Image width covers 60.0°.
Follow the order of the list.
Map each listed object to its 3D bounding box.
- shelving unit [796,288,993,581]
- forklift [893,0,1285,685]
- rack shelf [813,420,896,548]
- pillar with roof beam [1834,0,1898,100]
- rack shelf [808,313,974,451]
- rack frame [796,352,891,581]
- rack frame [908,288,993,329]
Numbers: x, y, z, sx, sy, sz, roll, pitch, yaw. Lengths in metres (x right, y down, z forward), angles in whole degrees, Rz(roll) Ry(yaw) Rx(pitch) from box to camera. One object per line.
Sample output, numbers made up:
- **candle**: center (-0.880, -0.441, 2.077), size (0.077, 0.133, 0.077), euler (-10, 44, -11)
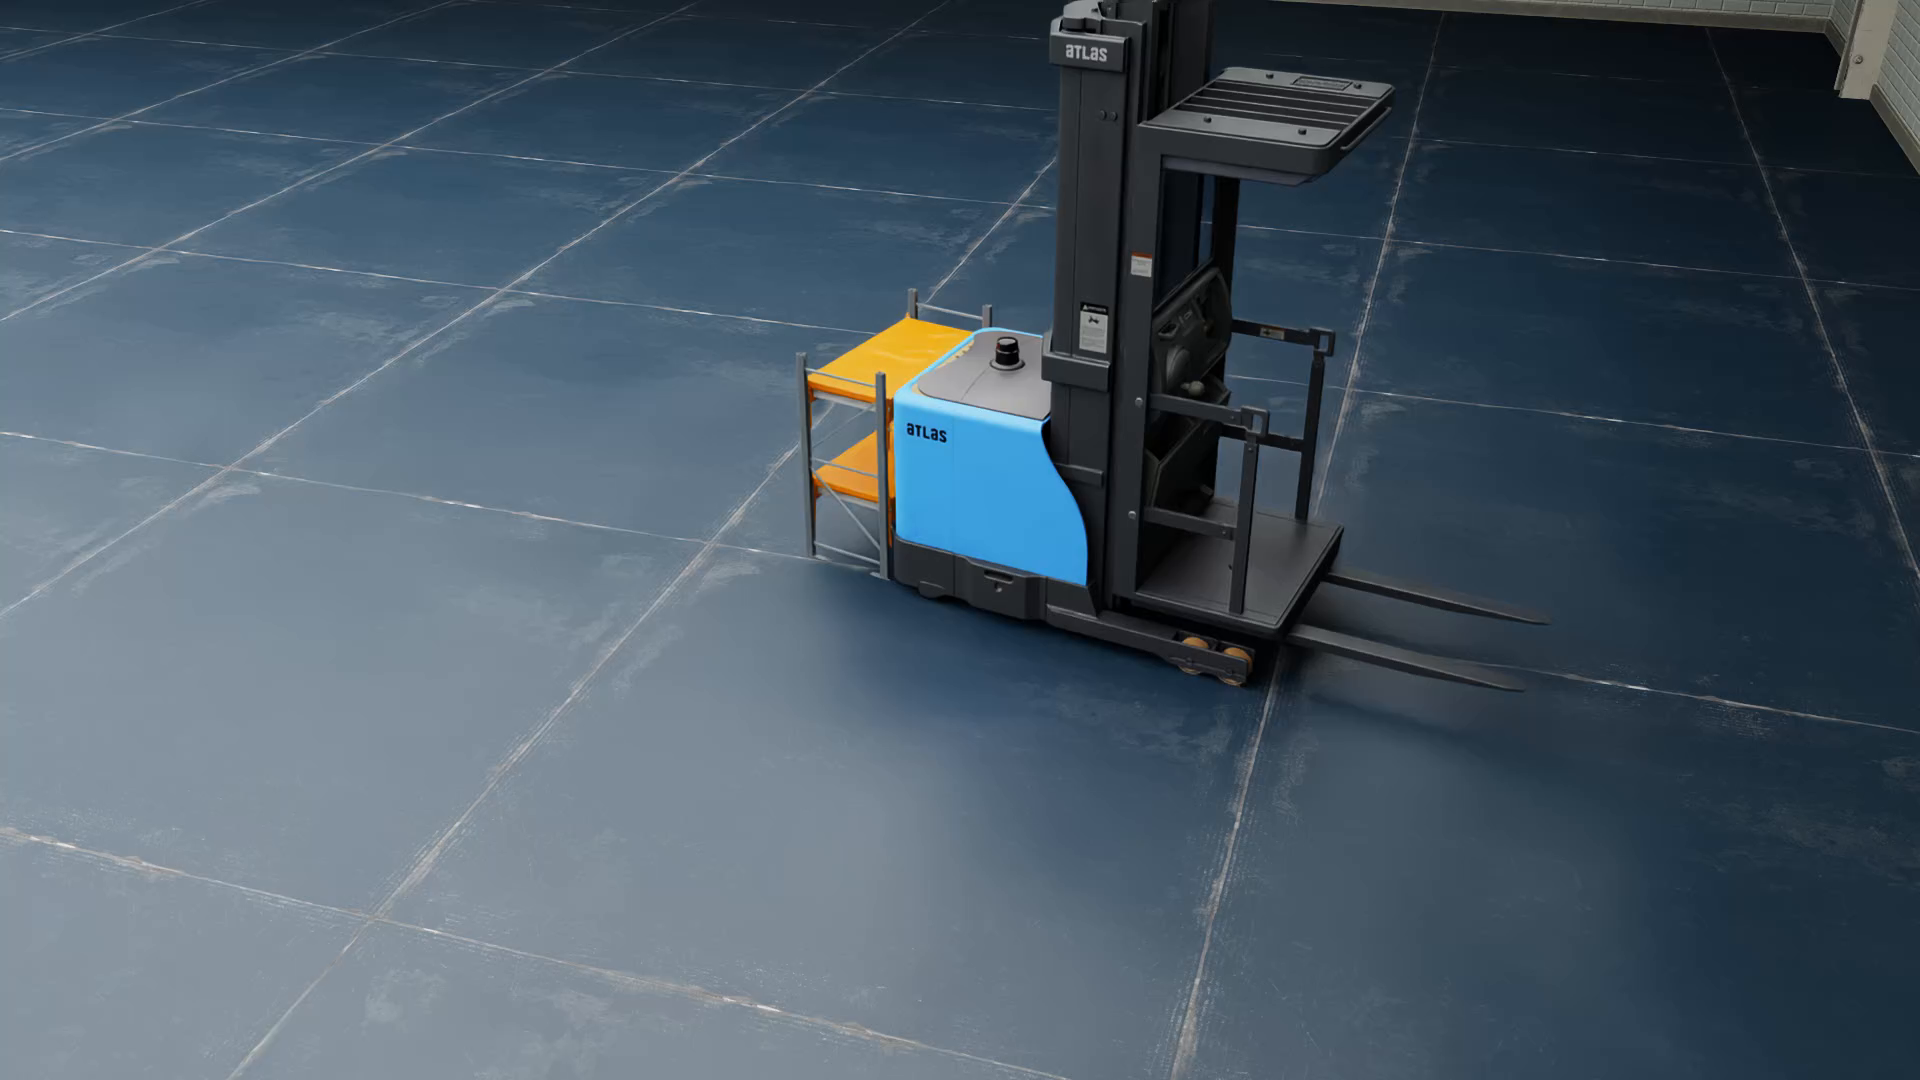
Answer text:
- **shelving unit**: center (-0.313, -0.568, 8.613), size (0.538, 1.125, 1.048), euler (16, 33, 26)
- **forklift**: center (1.222, -0.917, 7.383), size (3.031, 2.935, 1.130), euler (14, 32, 23)
- **rack shelf**: center (-0.313, -0.354, 8.732), size (0.538, 0.278, 1.000), euler (16, 33, 26)
- **pillar with roof beam**: center (4.963, -9.081, 15.818), size (9.100, 9.000, 0.400), euler (8, 30, 15)
- **rack shelf**: center (-0.313, -0.824, 8.471), size (0.538, 0.278, 1.000), euler (16, 33, 26)
- **rack frame**: center (-0.572, -0.355, 8.231), size (0.500, 1.125, 0.032), euler (16, 33, 26)
- **rack frame**: center (-0.053, -0.780, 8.995), size (0.500, 1.125, 0.032), euler (16, 33, 26)
